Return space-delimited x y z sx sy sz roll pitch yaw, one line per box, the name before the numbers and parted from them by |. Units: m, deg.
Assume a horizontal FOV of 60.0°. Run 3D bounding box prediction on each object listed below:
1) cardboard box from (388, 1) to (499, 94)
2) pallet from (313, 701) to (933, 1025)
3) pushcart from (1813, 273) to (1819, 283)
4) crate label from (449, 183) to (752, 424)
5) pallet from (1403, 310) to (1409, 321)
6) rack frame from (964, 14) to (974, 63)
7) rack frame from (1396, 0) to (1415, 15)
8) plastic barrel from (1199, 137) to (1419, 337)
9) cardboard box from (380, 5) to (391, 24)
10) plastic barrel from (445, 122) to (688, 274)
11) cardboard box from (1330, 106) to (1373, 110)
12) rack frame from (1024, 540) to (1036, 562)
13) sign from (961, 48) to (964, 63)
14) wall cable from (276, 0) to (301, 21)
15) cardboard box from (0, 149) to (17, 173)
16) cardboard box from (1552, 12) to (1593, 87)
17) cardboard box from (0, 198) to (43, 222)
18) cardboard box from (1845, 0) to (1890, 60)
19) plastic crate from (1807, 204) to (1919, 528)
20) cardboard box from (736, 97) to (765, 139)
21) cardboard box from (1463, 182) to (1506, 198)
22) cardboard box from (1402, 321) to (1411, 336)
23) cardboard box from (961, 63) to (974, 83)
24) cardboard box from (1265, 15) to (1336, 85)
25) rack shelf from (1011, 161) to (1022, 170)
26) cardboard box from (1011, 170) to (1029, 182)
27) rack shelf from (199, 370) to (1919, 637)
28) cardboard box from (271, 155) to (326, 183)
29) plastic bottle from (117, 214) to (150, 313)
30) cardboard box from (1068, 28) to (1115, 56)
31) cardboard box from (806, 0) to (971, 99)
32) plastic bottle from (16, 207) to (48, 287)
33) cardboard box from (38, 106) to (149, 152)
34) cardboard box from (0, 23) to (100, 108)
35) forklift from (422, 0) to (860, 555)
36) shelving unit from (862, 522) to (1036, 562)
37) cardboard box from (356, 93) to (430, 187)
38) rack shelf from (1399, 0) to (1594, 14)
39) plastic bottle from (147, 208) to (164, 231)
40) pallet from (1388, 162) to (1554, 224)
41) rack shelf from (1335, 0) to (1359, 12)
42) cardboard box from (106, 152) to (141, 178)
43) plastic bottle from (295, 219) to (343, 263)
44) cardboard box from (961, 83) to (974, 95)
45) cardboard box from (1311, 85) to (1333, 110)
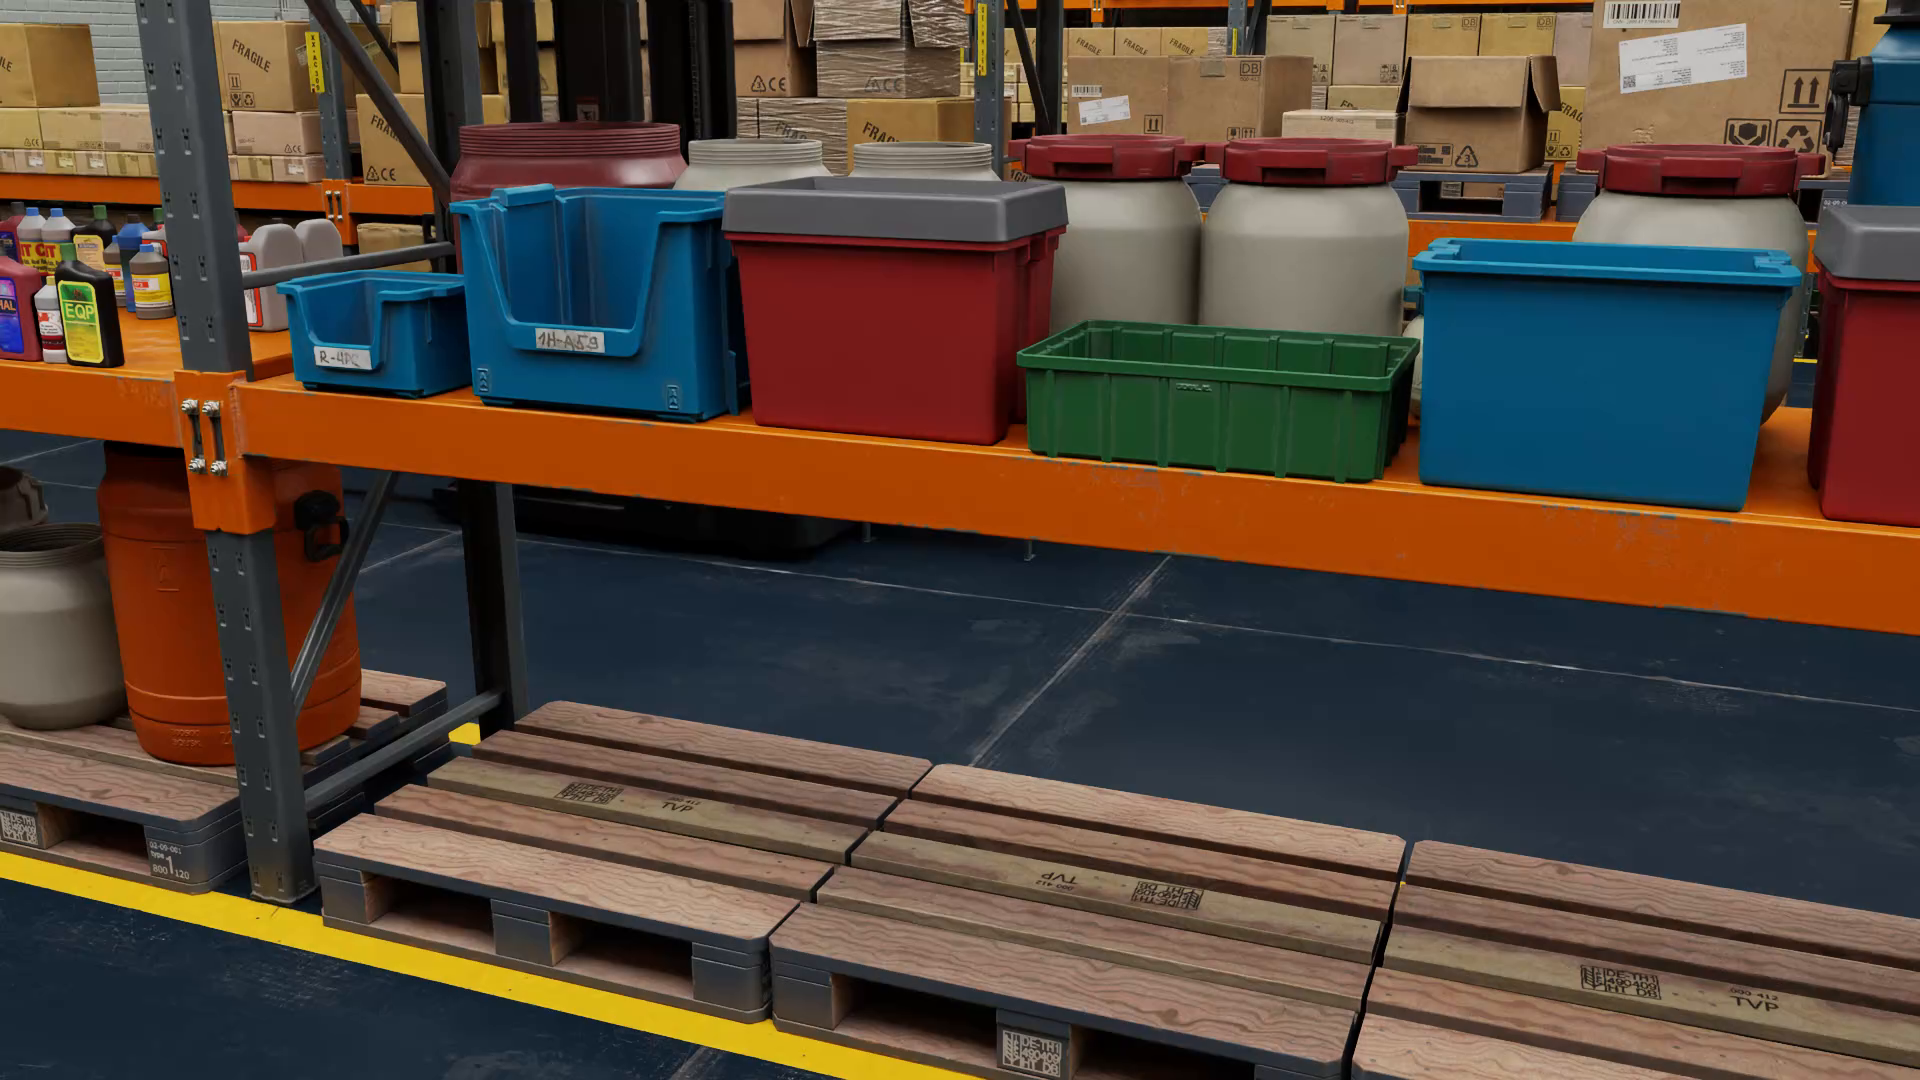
cardboard box | -2.817 -2.835 9.581 0.637 0.503 0.797 6 17 19
pallet | -0.804 0.753 4.200 1.213 0.211 1.003 6 17 21
pushcart | 6.874 -2.265 14.298 0.936 0.377 1.648 0 16 1
crate label | -0.686 -0.520 3.522 0.616 0.435 0.502 6 17 21
pallet | 2.926 -1.796 12.983 1.213 0.211 1.003 6 17 21
rack frame | 0.222 -4.939 18.806 0.127 3.000 1.000 6 17 21
rack frame | 5.760 -5.818 21.832 0.127 3.000 1.000 6 17 21
plastic barrel | 0.718 -0.561 3.482 0.433 0.535 0.433 0 16 0
cardboard box | -4.901 -4.610 15.168 0.500 0.500 0.500 6 17 20
plastic barrel | -0.968 -0.771 4.207 0.708 0.536 0.600 6 17 21
cardboard box | 1.957 -1.996 8.157 0.258 0.266 0.396 6 17 19
rack frame | 0.347 -0.682 6.833 0.023 1.500 0.400 6 17 21
sign | 0.019 -5.249 18.178 0.005 0.325 0.100 6 17 21
wall cable | -8.753 -6.422 22.036 0.123 1.953 0.585 6 17 21
cardboard box | -5.970 -2.431 10.617 0.250 0.149 0.380 6 17 20
cardboard box | 4.528 -3.508 11.904 0.500 0.500 0.700 6 17 21
cardboard box | -6.511 -1.915 11.446 0.875 0.875 0.875 6 17 21
cardboard box | 6.272 -3.370 11.197 0.550 0.550 0.875 6 17 21
plastic crate | 1.648 -0.267 2.598 0.583 0.464 0.402 6 17 21
cardboard box | -1.189 -2.099 8.843 0.500 0.500 0.500 6 17 19
cardboard box | 6.946 -4.747 21.650 0.625 0.625 0.875 7 18 22
cardboard box | 1.988 -0.797 8.235 0.500 0.500 0.700 8 18 25
cardboard box | 0.152 -3.693 13.146 0.250 0.149 0.380 7 18 22
cardboard box | 2.634 -3.715 12.619 0.500 0.500 0.700 6 17 20
rack shelf | 0.360 -3.095 13.744 4.000 0.370 1.077 6 17 21
cardboard box | 0.828 -4.078 18.897 0.875 0.875 0.875 7 18 22
rack shelf | 0.350 -0.125 3.514 4.000 0.370 1.077 6 17 21
cardboard box | -3.818 -2.194 9.803 0.250 0.149 0.380 6 17 21
plastic bottle | -2.345 -0.792 4.752 0.097 0.271 0.097 0 16 0
cardboard box | 1.475 -5.251 17.908 0.500 0.500 0.500 6 17 19
cardboard box | -0.368 -2.568 8.662 0.637 0.503 0.797 7 18 23
plastic bottle | -2.752 -0.855 4.969 0.097 0.271 0.097 0 16 0
cardboard box | -5.349 -2.574 10.395 0.500 0.250 0.500 6 17 20
cardboard box | -5.839 -2.987 10.474 0.500 0.500 0.500 6 17 19
forklift | -1.804 -1.593 7.404 3.031 2.935 1.130 7 18 22
shelving unit | 0.006 -0.720 6.962 0.755 1.500 0.431 6 17 21
cardboard box | -3.078 -2.305 9.554 0.500 0.500 0.500 6 17 21
rack shelf | 7.621 -6.708 20.810 4.000 0.370 1.077 6 17 21
plastic bottle | -2.333 -0.820 4.827 0.133 0.283 0.061 6 17 21
pallet | 2.163 -1.676 7.909 1.213 0.211 1.003 6 17 21
rack shelf | 5.803 -5.420 16.374 4.000 0.370 1.077 6 17 21
cardboard box | -5.014 -2.326 10.255 0.250 0.149 0.380 6 17 20
plastic bottle | -1.795 -0.744 4.577 0.135 0.276 0.152 6 17 21
cardboard box | 0.153 -3.550 13.184 0.250 0.149 0.380 6 17 20
cardboard box | 2.539 -3.168 12.526 0.500 0.500 0.500 6 17 21
